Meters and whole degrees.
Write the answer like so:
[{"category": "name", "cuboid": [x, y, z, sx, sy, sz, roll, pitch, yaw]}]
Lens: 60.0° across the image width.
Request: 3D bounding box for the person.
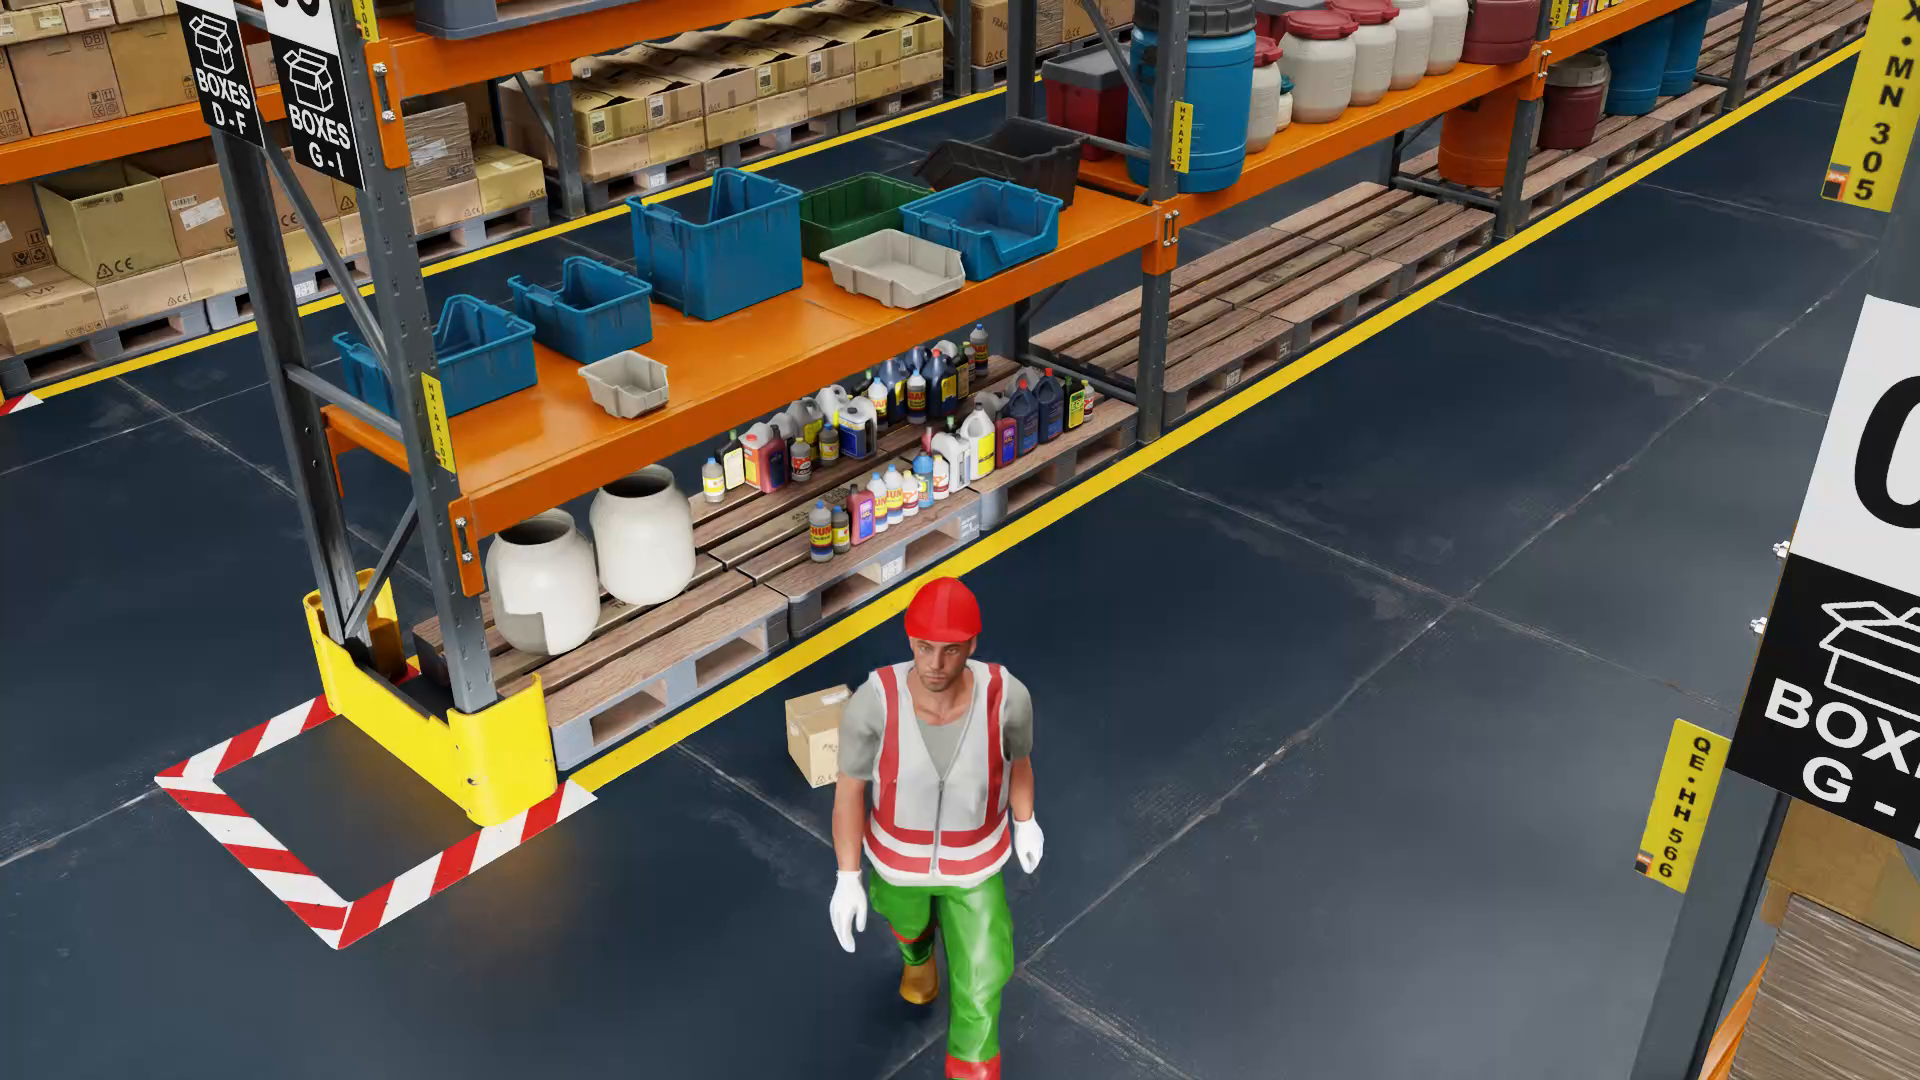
[{"category": "person", "cuboid": [-0.057, 0.903, 4.606, 0.586, 1.731, 1.085, 1, 31, 2]}]
